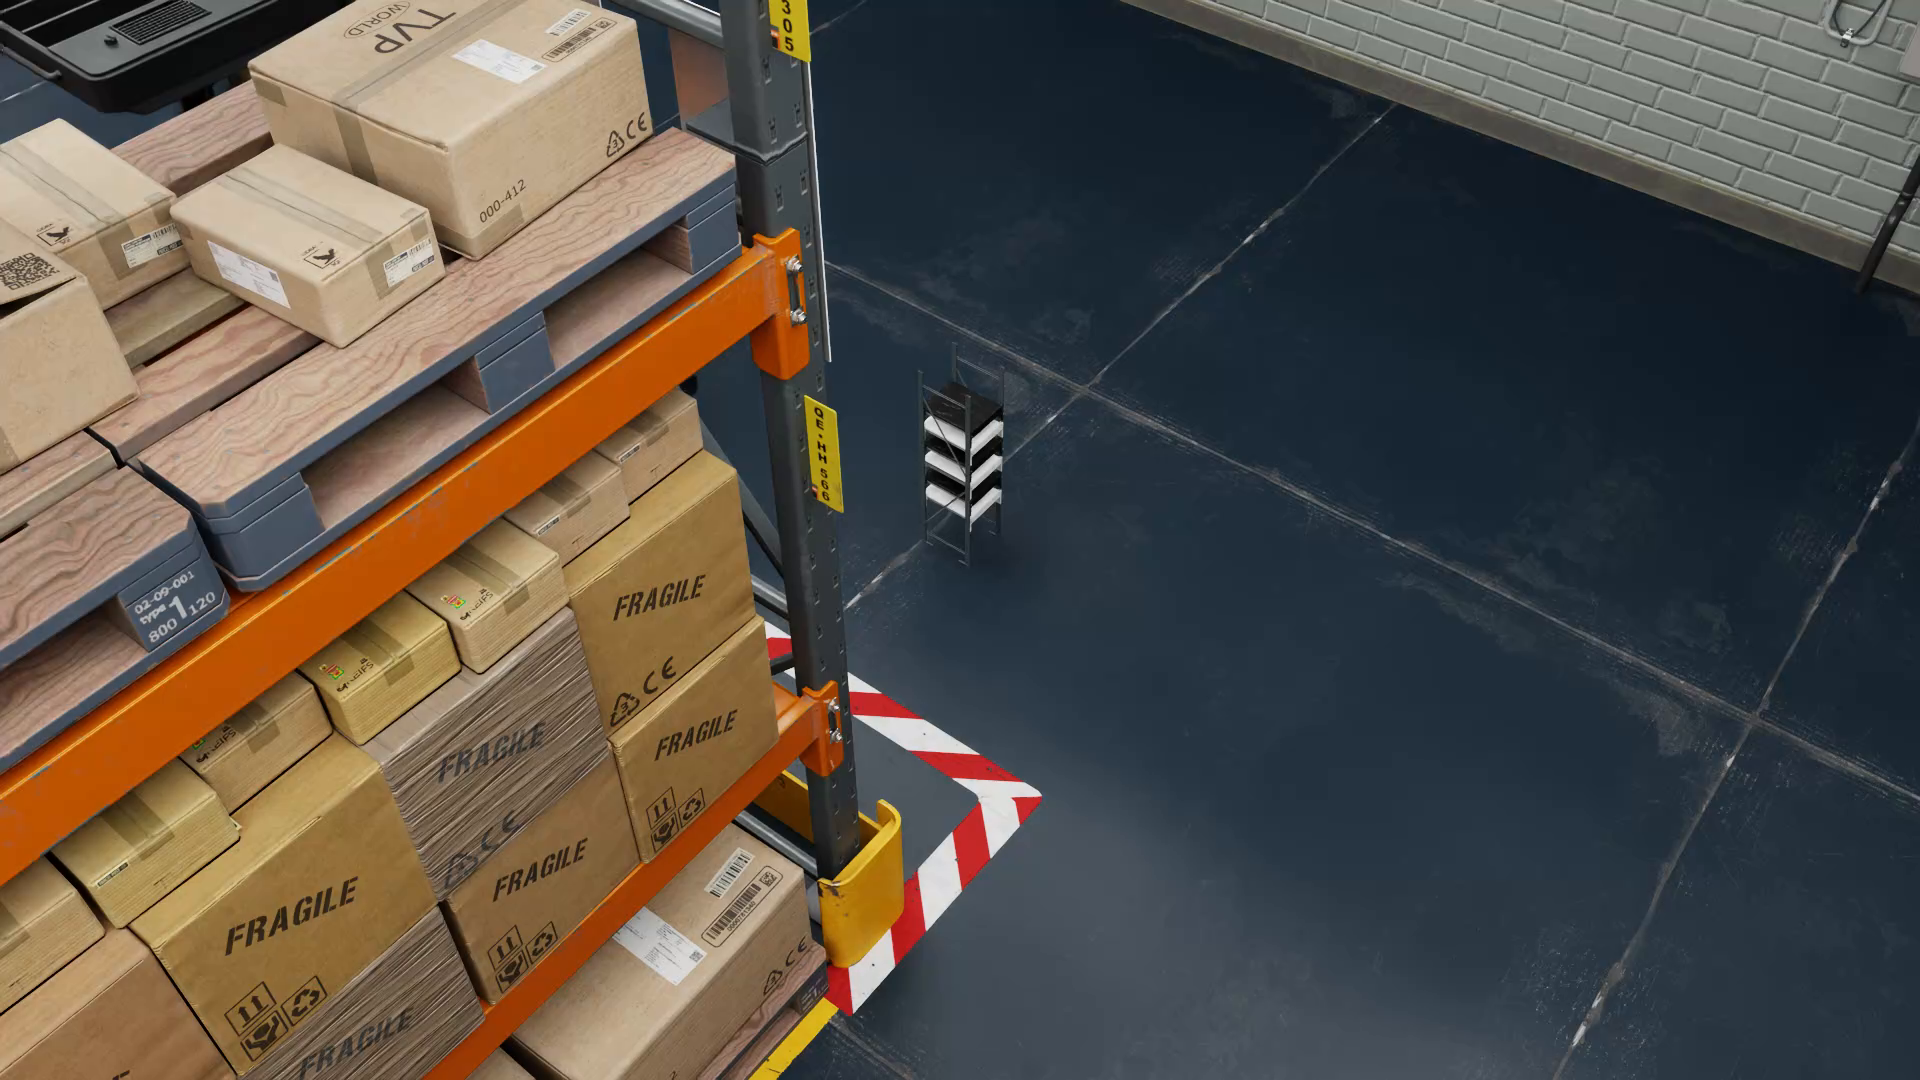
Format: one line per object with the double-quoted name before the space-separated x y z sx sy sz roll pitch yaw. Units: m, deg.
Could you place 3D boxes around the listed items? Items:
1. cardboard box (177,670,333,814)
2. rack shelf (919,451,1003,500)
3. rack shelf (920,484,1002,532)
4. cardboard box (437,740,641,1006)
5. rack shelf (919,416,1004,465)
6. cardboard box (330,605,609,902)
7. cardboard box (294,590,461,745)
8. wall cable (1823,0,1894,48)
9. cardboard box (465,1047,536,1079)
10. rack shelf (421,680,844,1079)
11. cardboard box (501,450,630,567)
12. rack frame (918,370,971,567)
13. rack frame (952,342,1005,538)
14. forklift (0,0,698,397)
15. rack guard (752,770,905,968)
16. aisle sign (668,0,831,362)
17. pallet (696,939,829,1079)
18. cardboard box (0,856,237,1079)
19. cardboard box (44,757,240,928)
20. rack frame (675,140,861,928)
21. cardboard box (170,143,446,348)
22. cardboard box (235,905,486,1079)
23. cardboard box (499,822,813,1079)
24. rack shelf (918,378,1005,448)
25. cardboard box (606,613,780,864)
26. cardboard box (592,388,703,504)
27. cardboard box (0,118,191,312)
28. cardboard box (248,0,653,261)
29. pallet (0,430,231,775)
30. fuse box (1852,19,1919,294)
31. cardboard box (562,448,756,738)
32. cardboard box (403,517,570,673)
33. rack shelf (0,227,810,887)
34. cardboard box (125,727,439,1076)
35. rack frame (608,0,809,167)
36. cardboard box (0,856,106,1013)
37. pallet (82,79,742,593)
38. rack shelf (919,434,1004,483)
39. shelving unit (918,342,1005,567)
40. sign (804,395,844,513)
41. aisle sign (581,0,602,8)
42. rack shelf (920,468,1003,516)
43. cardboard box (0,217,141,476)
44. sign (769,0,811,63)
"cardboard box" -1.433 0.310 3.170 0.380 0.149 0.250 29 53 25
"rack shelf" 0.005 -0.292 6.453 0.258 0.077 0.200 29 53 25
"rack shelf" 0.005 -0.168 6.583 0.258 0.077 0.200 29 53 25
"cardboard box" -1.146 0.674 3.962 0.500 0.500 0.500 28 52 24
"rack shelf" 0.005 -0.417 6.323 0.258 0.077 0.200 29 53 25
"cardboard box" -1.144 0.349 3.582 0.500 0.500 0.500 29 53 25
"cardboard box" -1.217 0.192 3.283 0.380 0.149 0.250 30 53 26
"wall cable" 3.817 -2.932 6.774 0.588 1.984 0.122 29 53 25
"cardboard box" -1.619 1.725 4.510 0.875 0.438 0.875 31 54 26
"rack shelf" -1.965 1.428 3.809 1.077 0.370 4.000 29 53 25
"cardboard box" -0.939 -0.119 3.580 0.380 0.149 0.250 30 53 26
"rack frame" -0.057 -0.257 6.373 0.240 0.900 0.006 29 53 25
"rack frame" 0.067 -0.374 6.485 0.240 0.900 0.006 29 53 25
"forklift" -2.466 -1.029 5.706 1.130 2.935 3.031 30 53 26
"rack guard" -0.727 0.885 5.559 1.175 0.500 0.348 29 53 25
"aisle sign" -0.452 -0.767 3.610 0.394 0.787 0.004 29 53 25
"pallet" -1.169 1.491 5.180 1.003 0.211 1.213 29 53 25
"cardboard box" -1.758 0.917 3.039 0.500 0.500 0.500 29 53 25
"cardboard box" -1.539 0.480 3.008 0.380 0.149 0.250 30 53 26
"rack frame" -0.742 0.035 4.642 1.000 3.000 0.127 29 53 25
"cardboard box" -1.139 -0.521 2.913 0.380 0.149 0.250 25 51 22
"cardboard box" -1.453 0.973 3.677 0.500 0.500 0.500 31 54 26
"cardboard box" -1.066 1.197 5.013 0.875 0.438 0.875 27 52 24
"rack shelf" 0.005 -0.479 6.258 0.258 0.077 0.200 29 53 25
"cardboard box" -0.827 0.394 4.230 0.500 0.500 0.500 29 53 25
"cardboard box" -0.803 -0.275 3.729 0.380 0.149 0.250 30 53 25
"cardboard box" -1.589 -0.573 2.962 0.380 0.149 0.250 31 54 26
"cardboard box" -0.946 -0.831 3.139 0.500 0.250 0.500 25 51 22
"pallet" -1.933 0.160 2.510 1.003 0.211 1.213 29 53 25
"fuse box" 4.260 -1.744 7.233 0.539 1.711 0.414 29 53 25
"cardboard box" -0.848 0.036 3.880 0.500 0.500 0.500 31 54 26
"cardboard box" -1.030 0.066 3.403 0.380 0.149 0.250 29 53 25
"rack shelf" -1.965 0.392 2.724 1.077 0.370 4.000 29 53 25
"cardboard box" -1.449 0.630 3.313 0.500 0.500 0.500 29 53 25
"rack frame" -0.742 -2.037 2.473 1.000 3.000 0.127 29 53 25
"cardboard box" -1.715 0.621 2.873 0.380 0.149 0.250 31 54 26
"pallet" -1.187 -0.541 3.179 1.003 0.211 1.213 29 53 25
"rack shelf" 0.005 -0.355 6.388 0.258 0.077 0.200 29 53 25
"shelving unit" 0.005 -0.315 6.429 0.258 0.900 0.210 29 53 25
"sign" -0.321 -0.199 3.901 0.100 0.325 0.005 29 53 25
"aisle sign" -0.927 -1.032 3.864 0.394 0.787 0.004 29 53 25
"rack shelf" 0.005 -0.230 6.518 0.258 0.077 0.200 29 53 25
"cardboard box" -1.696 -0.315 2.604 0.500 0.311 0.500 30 53 26
"sign" -0.321 -1.031 3.029 0.100 0.325 0.005 29 53 25
